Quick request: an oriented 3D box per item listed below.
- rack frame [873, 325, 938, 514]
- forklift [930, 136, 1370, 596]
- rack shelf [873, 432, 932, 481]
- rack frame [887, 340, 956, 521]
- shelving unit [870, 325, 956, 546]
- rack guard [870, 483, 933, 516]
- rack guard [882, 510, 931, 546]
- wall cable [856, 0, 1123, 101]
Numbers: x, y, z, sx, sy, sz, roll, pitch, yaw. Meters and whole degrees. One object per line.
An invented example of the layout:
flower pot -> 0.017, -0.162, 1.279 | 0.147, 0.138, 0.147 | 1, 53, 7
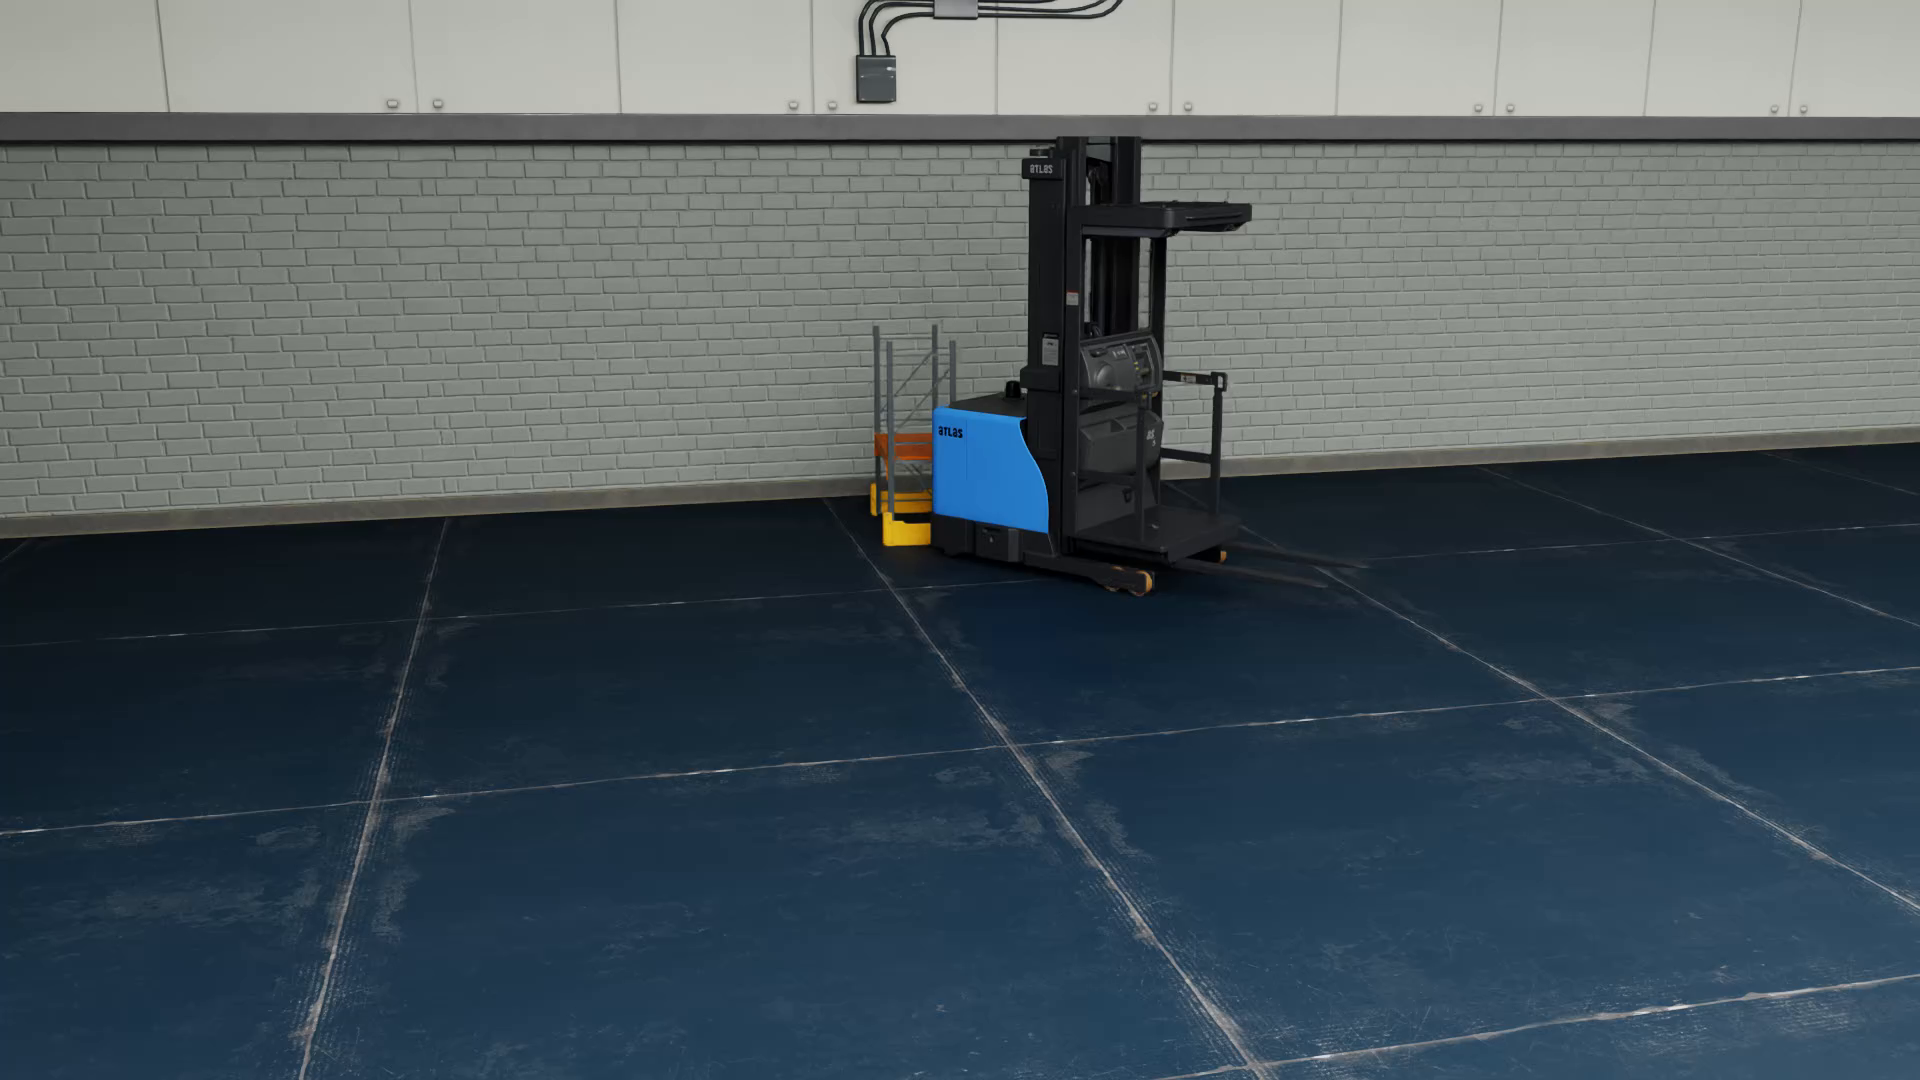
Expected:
rack frame -> -0.424, -0.945, 13.133 | 0.500, 1.500, 0.032 | -2, 14, -8
forklift -> 1.263, -1.198, 11.154 | 3.031, 2.935, 1.130 | 10, 17, 36
rack shelf -> -0.351, -0.650, 12.687 | 0.538, 0.185, 1.000 | -2, 14, -8
rack frame -> -0.279, -0.706, 12.155 | 0.500, 1.500, 0.032 | -2, 14, -8
shelving unit -> -0.350, -0.823, 12.636 | 0.587, 1.500, 1.083 | -2, 14, -8
rack guard -> -0.421, -0.333, 13.263 | 0.587, 0.250, 0.087 | -2, 14, -8
rack guard -> -0.279, -0.099, 12.305 | 0.587, 0.250, 0.087 | -2, 14, -8
wall cable -> 0.312, -6.454, 12.716 | 2.305, 6.003, 0.169 | -3, 14, -13
